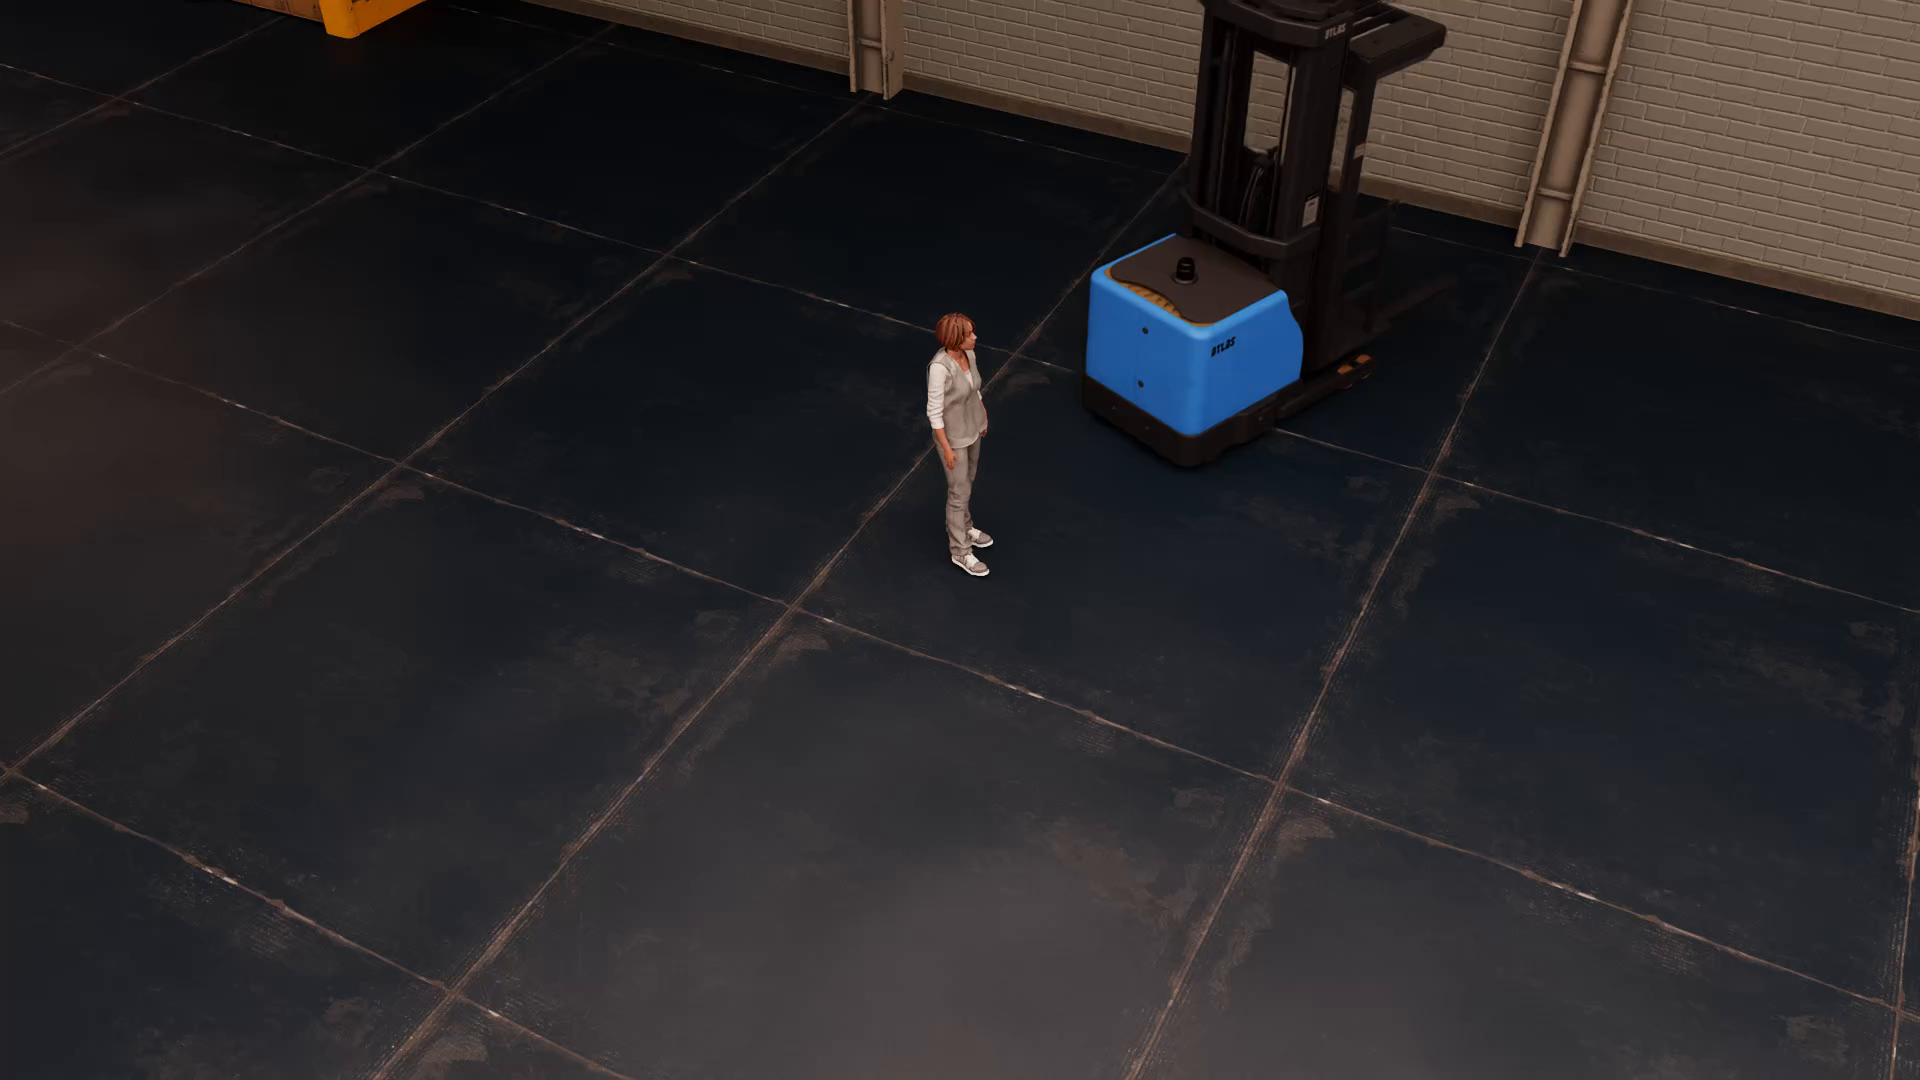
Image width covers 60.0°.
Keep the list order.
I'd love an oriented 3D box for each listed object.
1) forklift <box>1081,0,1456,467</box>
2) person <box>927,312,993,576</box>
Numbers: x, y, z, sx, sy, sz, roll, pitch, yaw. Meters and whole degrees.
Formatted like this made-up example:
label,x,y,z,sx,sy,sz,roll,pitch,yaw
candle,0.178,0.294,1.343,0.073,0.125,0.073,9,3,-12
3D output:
label,x,y,z,sx,sy,sz,roll,pitch,yaw
forklift,2.272,-2.399,10.834,3.031,2.935,1.130,-29,48,-30
person,0.059,-0.586,9.707,0.474,1.598,0.519,18,43,21
